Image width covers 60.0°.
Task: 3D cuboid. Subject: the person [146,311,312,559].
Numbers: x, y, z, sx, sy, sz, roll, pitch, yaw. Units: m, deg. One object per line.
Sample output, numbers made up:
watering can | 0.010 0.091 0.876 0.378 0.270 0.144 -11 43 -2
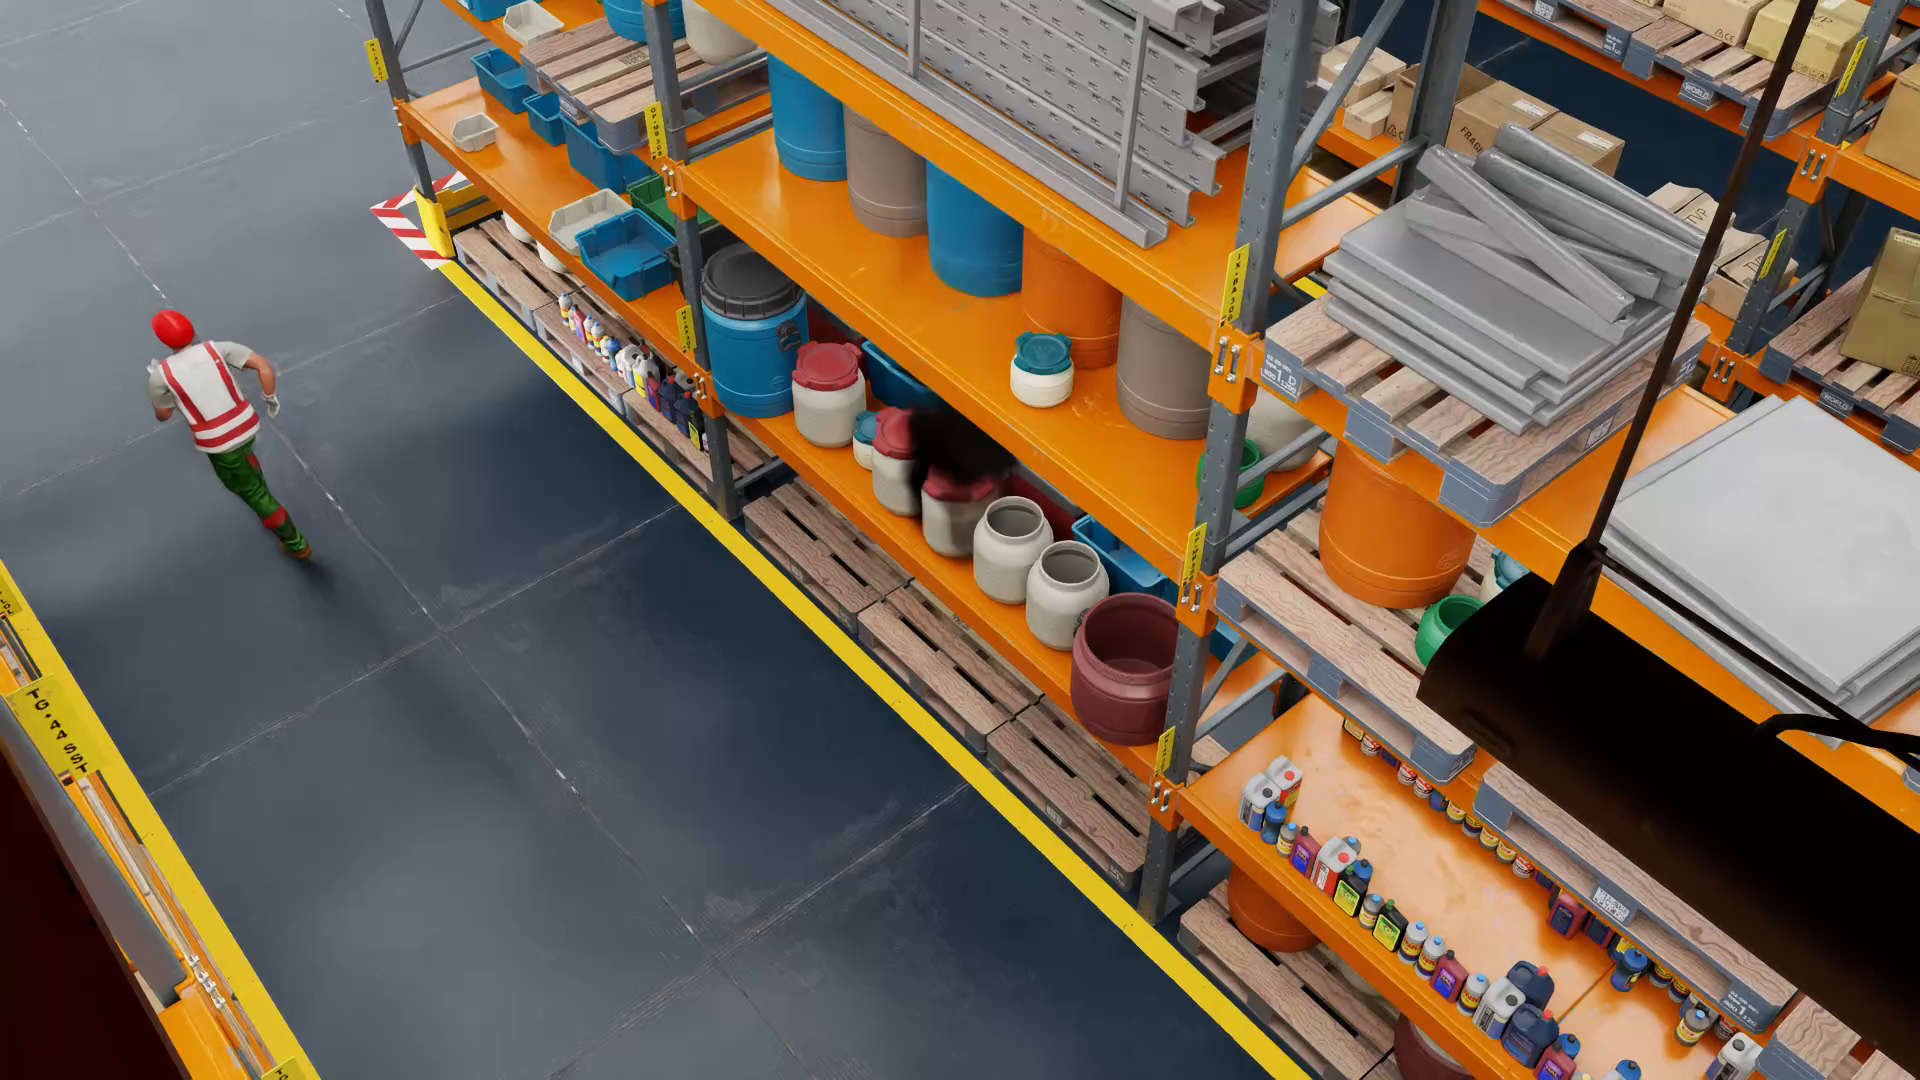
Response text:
person | -4.553 -0.660 10.371 0.920 1.725 0.643 31 54 26
